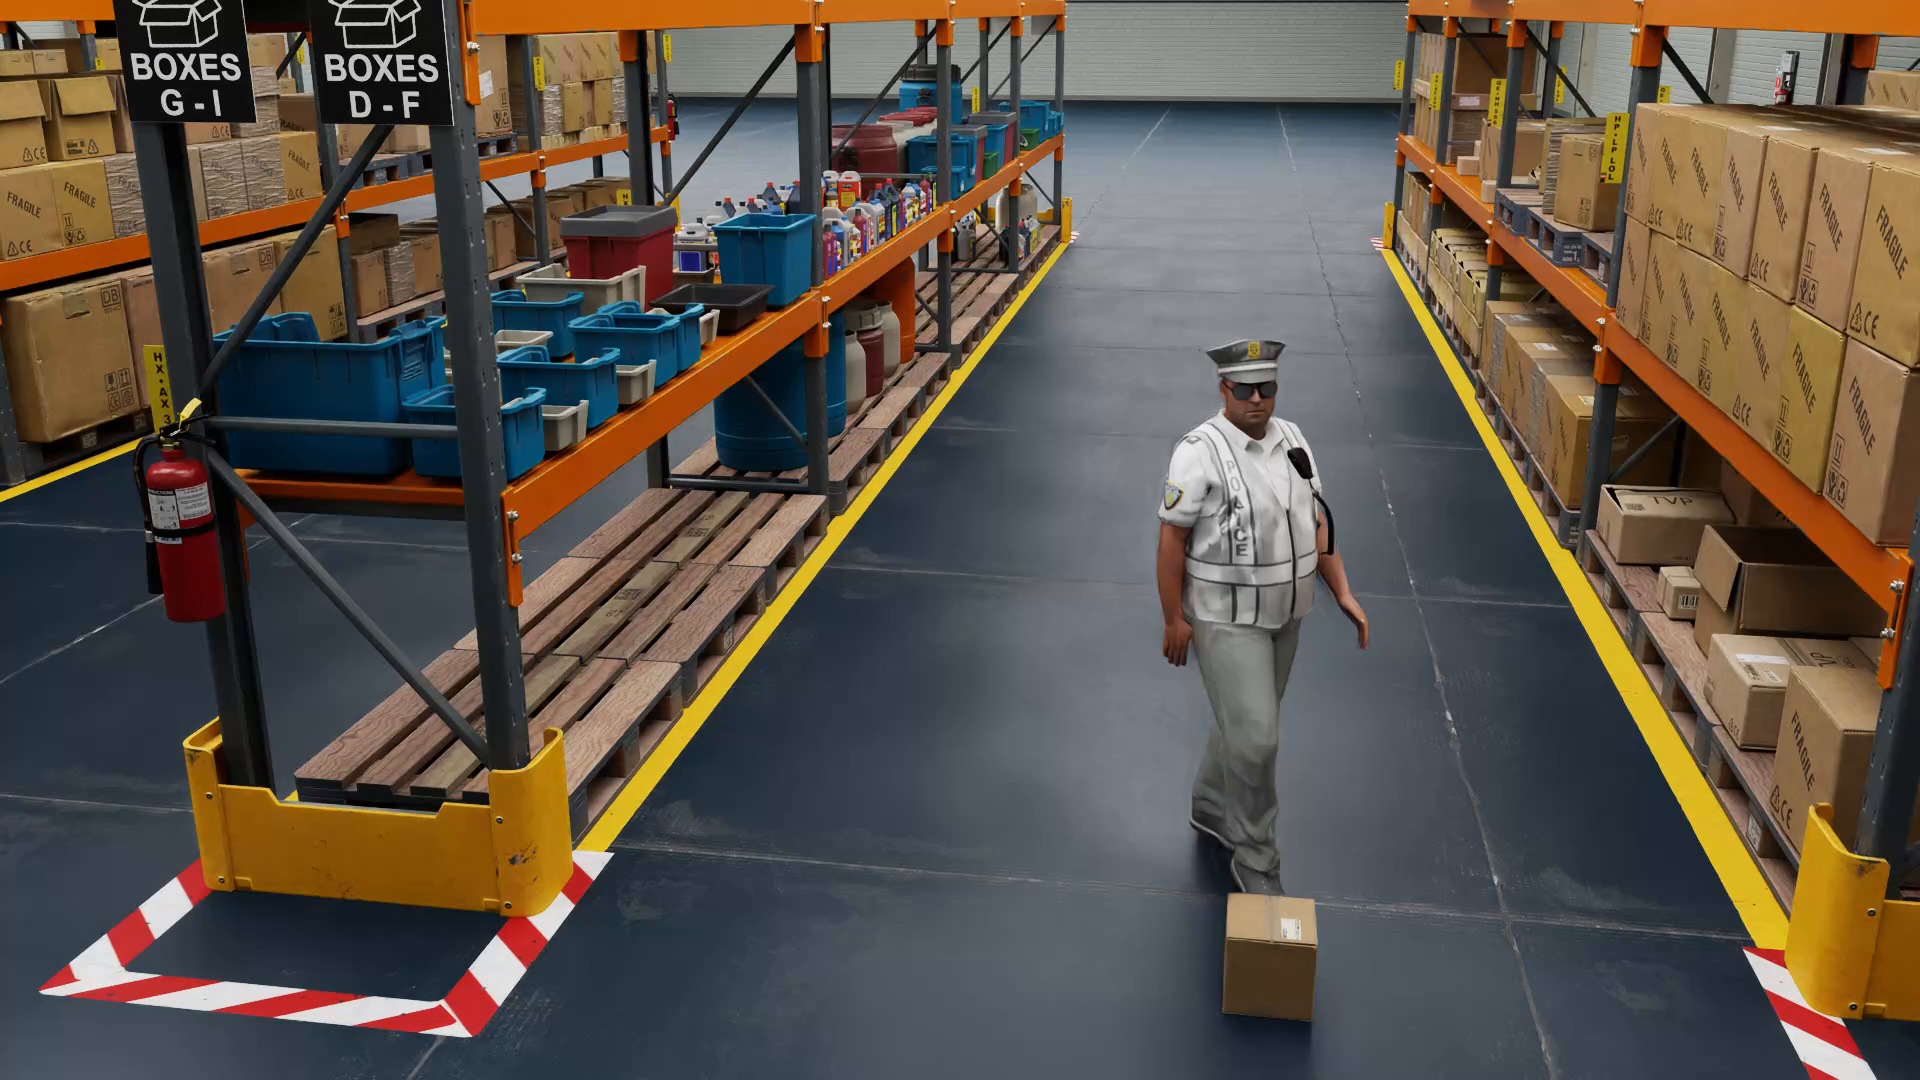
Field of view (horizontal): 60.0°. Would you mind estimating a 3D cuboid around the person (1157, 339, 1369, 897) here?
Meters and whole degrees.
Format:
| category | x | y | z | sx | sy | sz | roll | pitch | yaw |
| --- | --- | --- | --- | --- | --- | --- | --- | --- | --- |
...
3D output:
| category | x | y | z | sx | sy | sz | roll | pitch | yaw |
| --- | --- | --- | --- | --- | --- | --- | --- | --- | --- |
| person | 0.959 | 0.282 | 5.242 | 0.555 | 1.843 | 0.616 | -14 | 23 | -37 |
